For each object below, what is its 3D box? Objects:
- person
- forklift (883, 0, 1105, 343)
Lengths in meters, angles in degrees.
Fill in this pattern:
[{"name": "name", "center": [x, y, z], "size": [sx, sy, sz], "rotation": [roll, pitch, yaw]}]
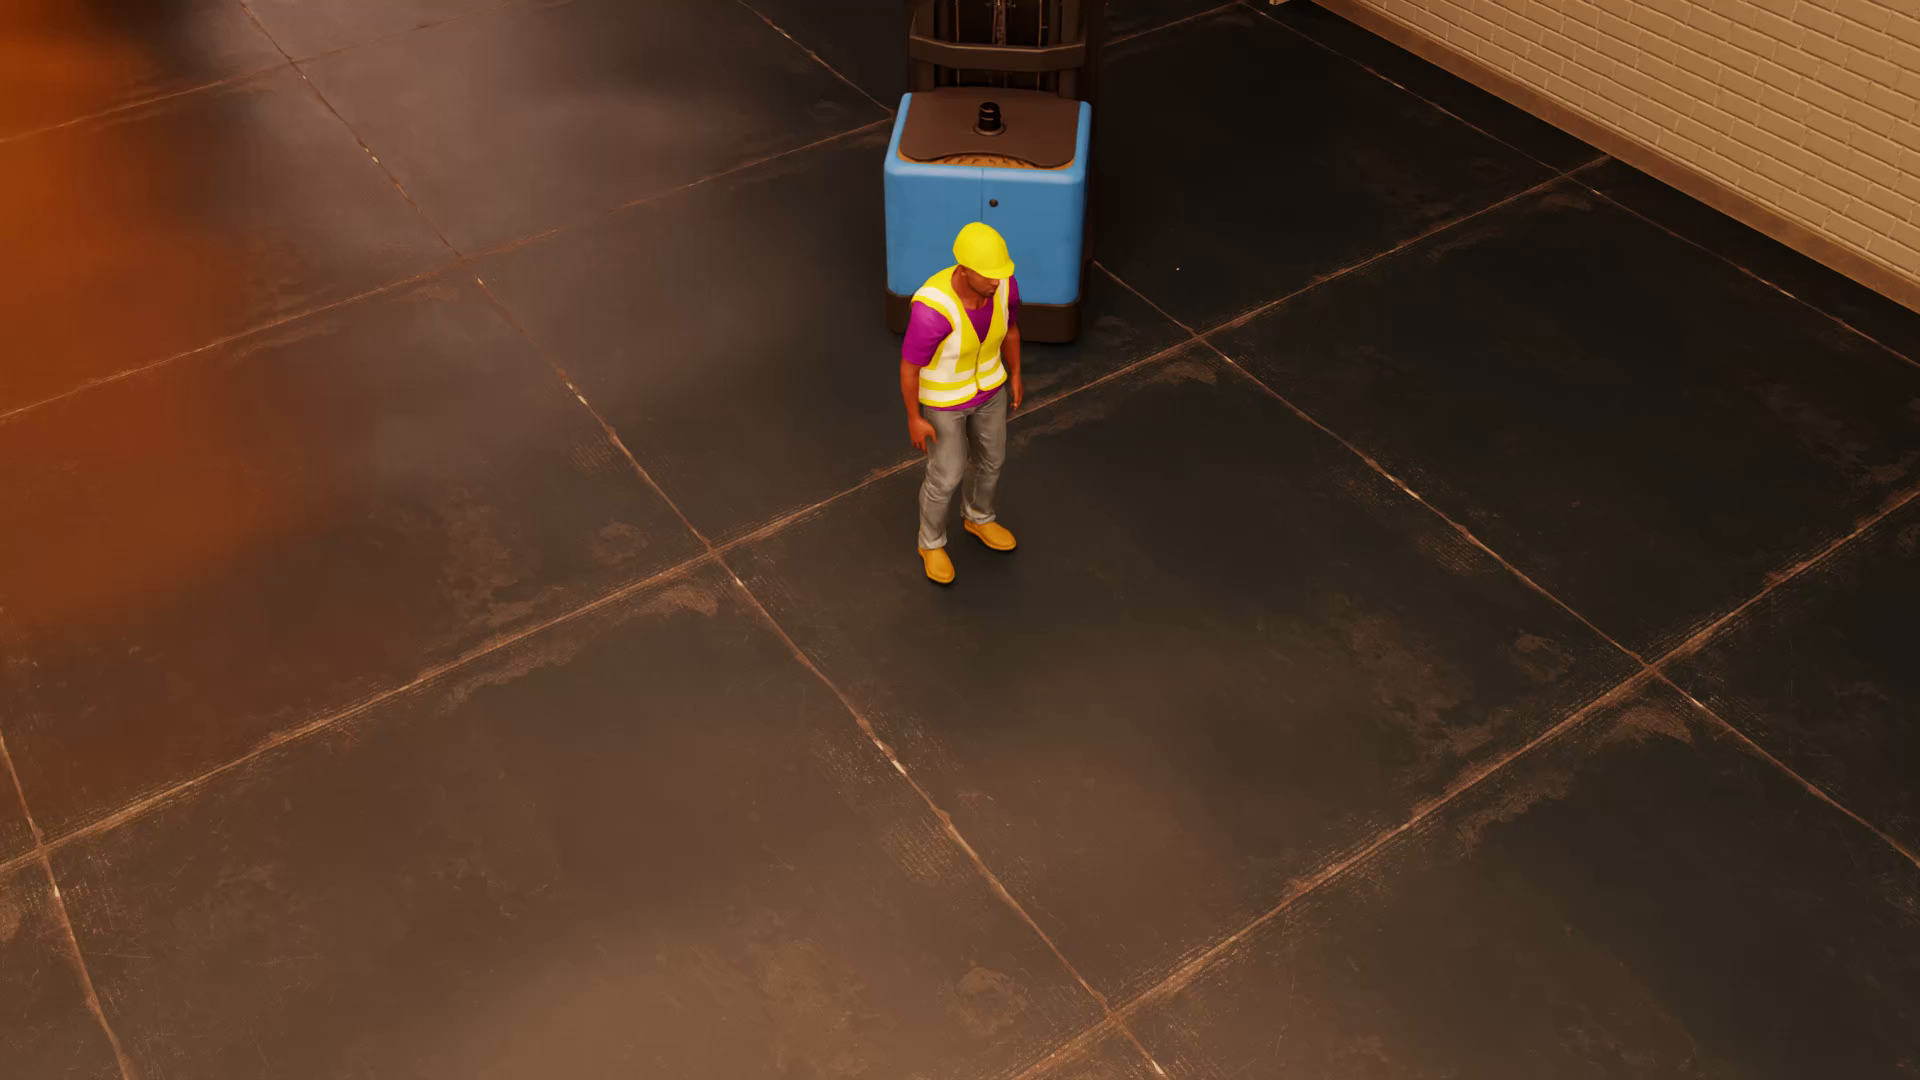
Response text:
[{"name": "person", "center": [0.030, -0.627, 7.263], "size": [0.626, 1.760, 0.460], "rotation": [-27, 49, -26]}, {"name": "forklift", "center": [0.266, -3.131, 9.113], "size": [1.130, 2.935, 3.031], "rotation": [4, 43, 4]}]
